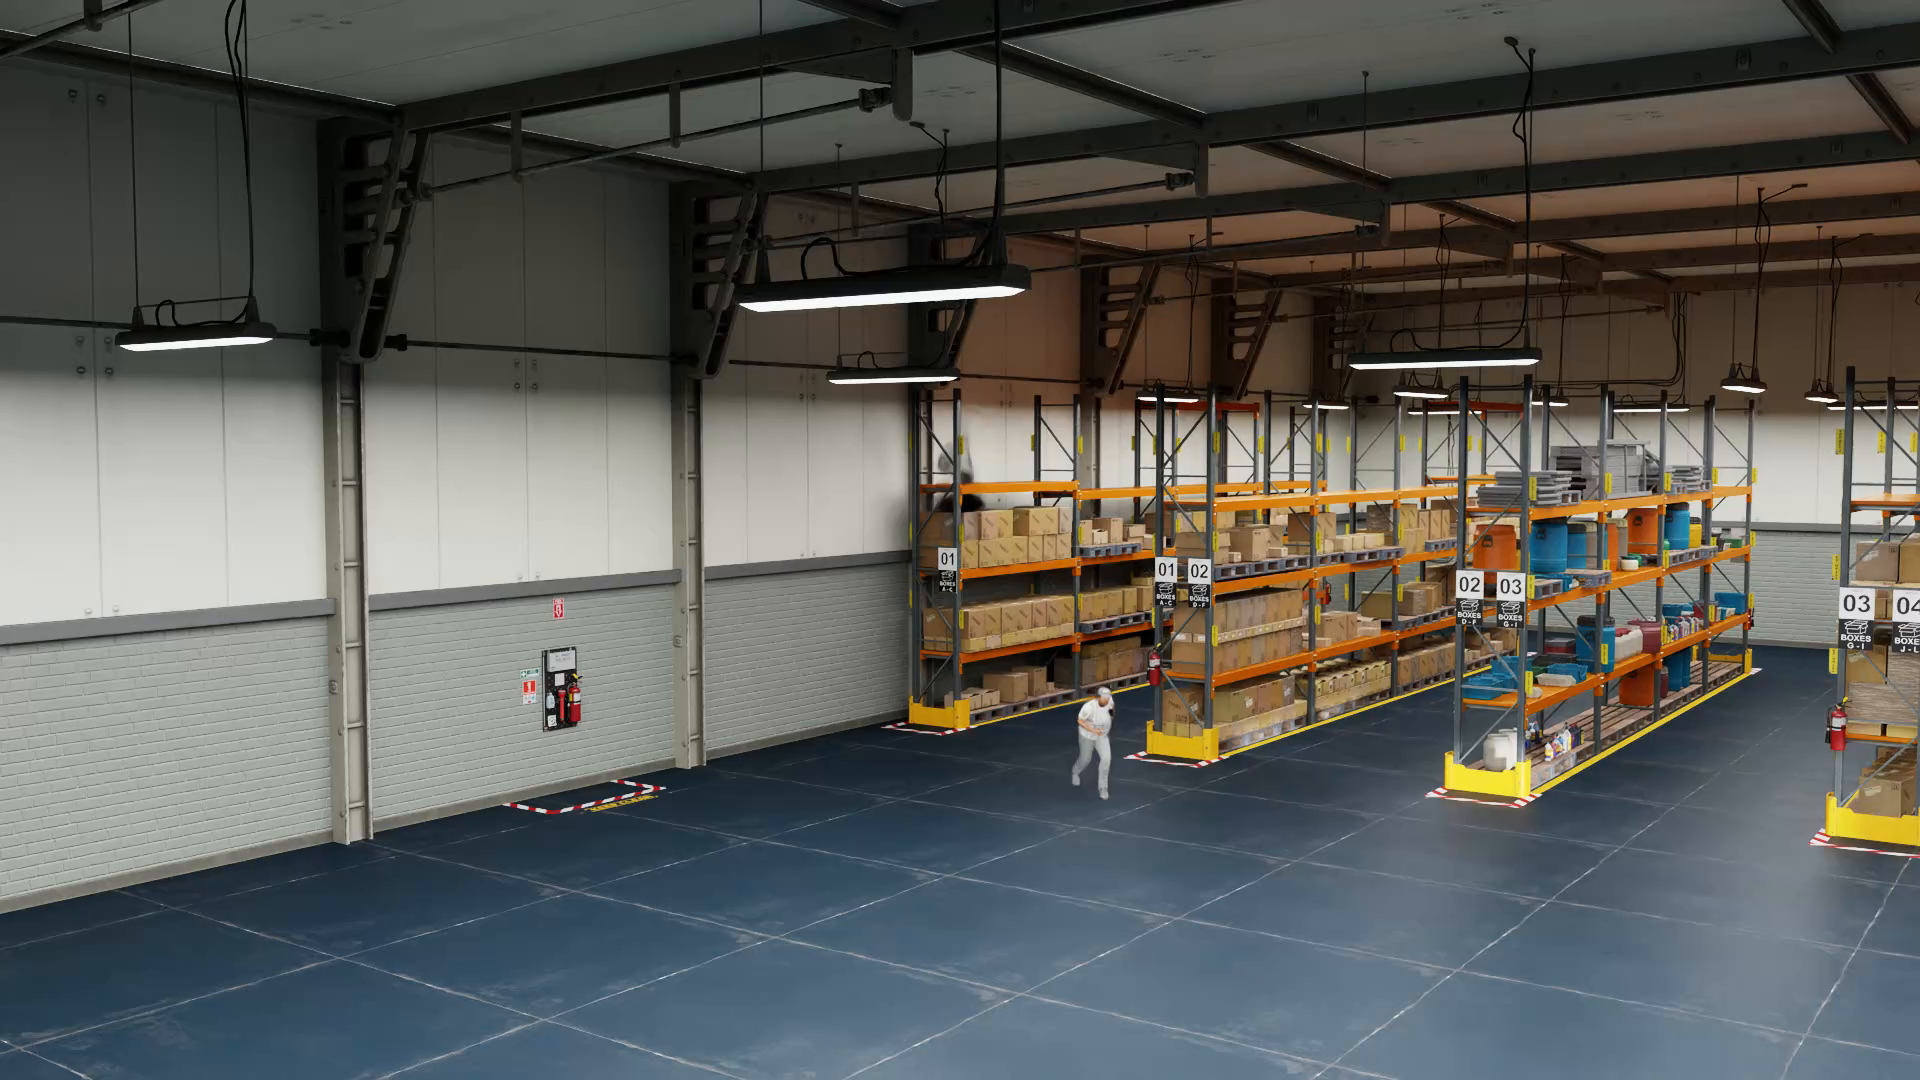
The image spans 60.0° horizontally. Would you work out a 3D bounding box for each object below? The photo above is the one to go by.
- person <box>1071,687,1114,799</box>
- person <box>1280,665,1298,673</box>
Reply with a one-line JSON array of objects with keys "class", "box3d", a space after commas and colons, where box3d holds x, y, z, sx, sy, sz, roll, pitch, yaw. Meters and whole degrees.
[{"class": "person", "box3d": [1.911, 2.877, 23.917, 0.648, 1.627, 1.036, -2, 4, -26]}, {"class": "person", "box3d": [6.947, 2.113, 35.424, 0.655, 1.772, 0.804, 2, 4, 35]}]
